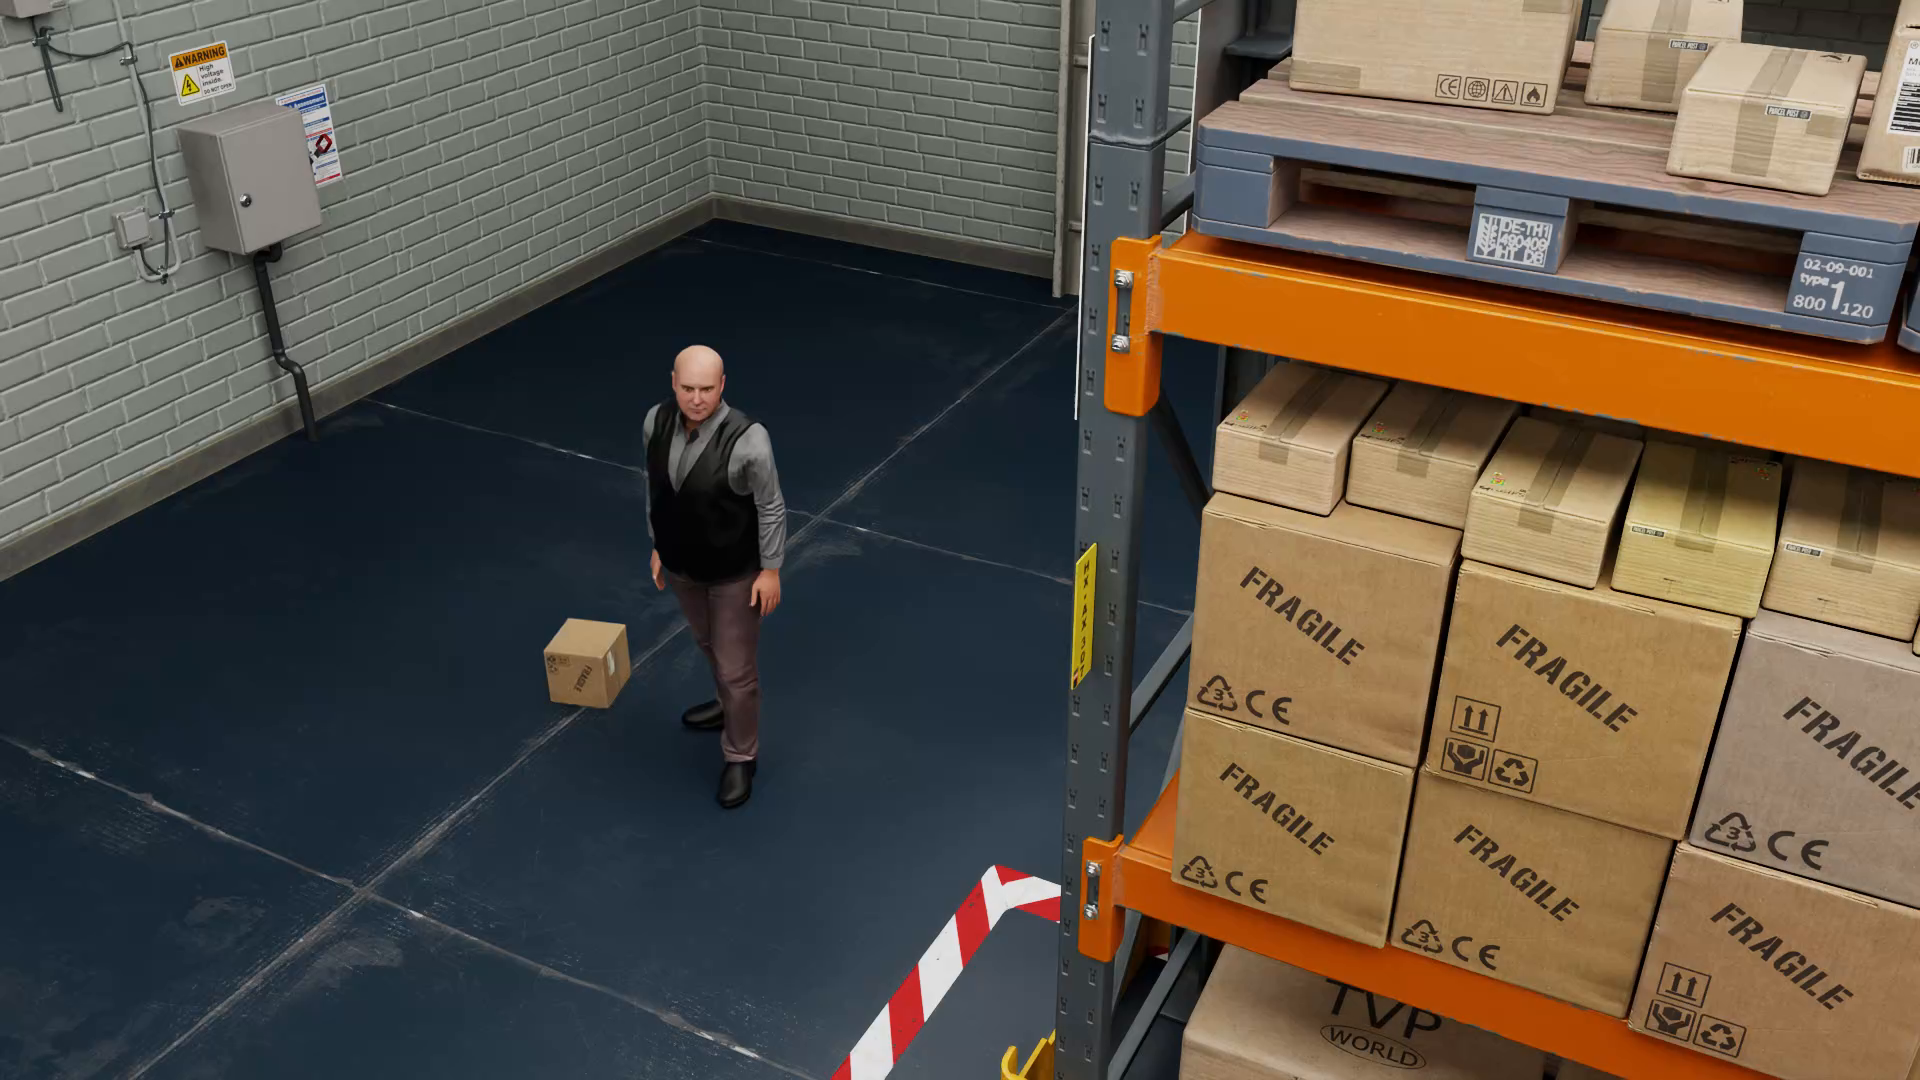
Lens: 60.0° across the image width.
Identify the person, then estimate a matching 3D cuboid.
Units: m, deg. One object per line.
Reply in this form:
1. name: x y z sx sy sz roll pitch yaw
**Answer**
1. person: -0.884 0.088 5.997 0.556 1.726 0.549 17 34 27
